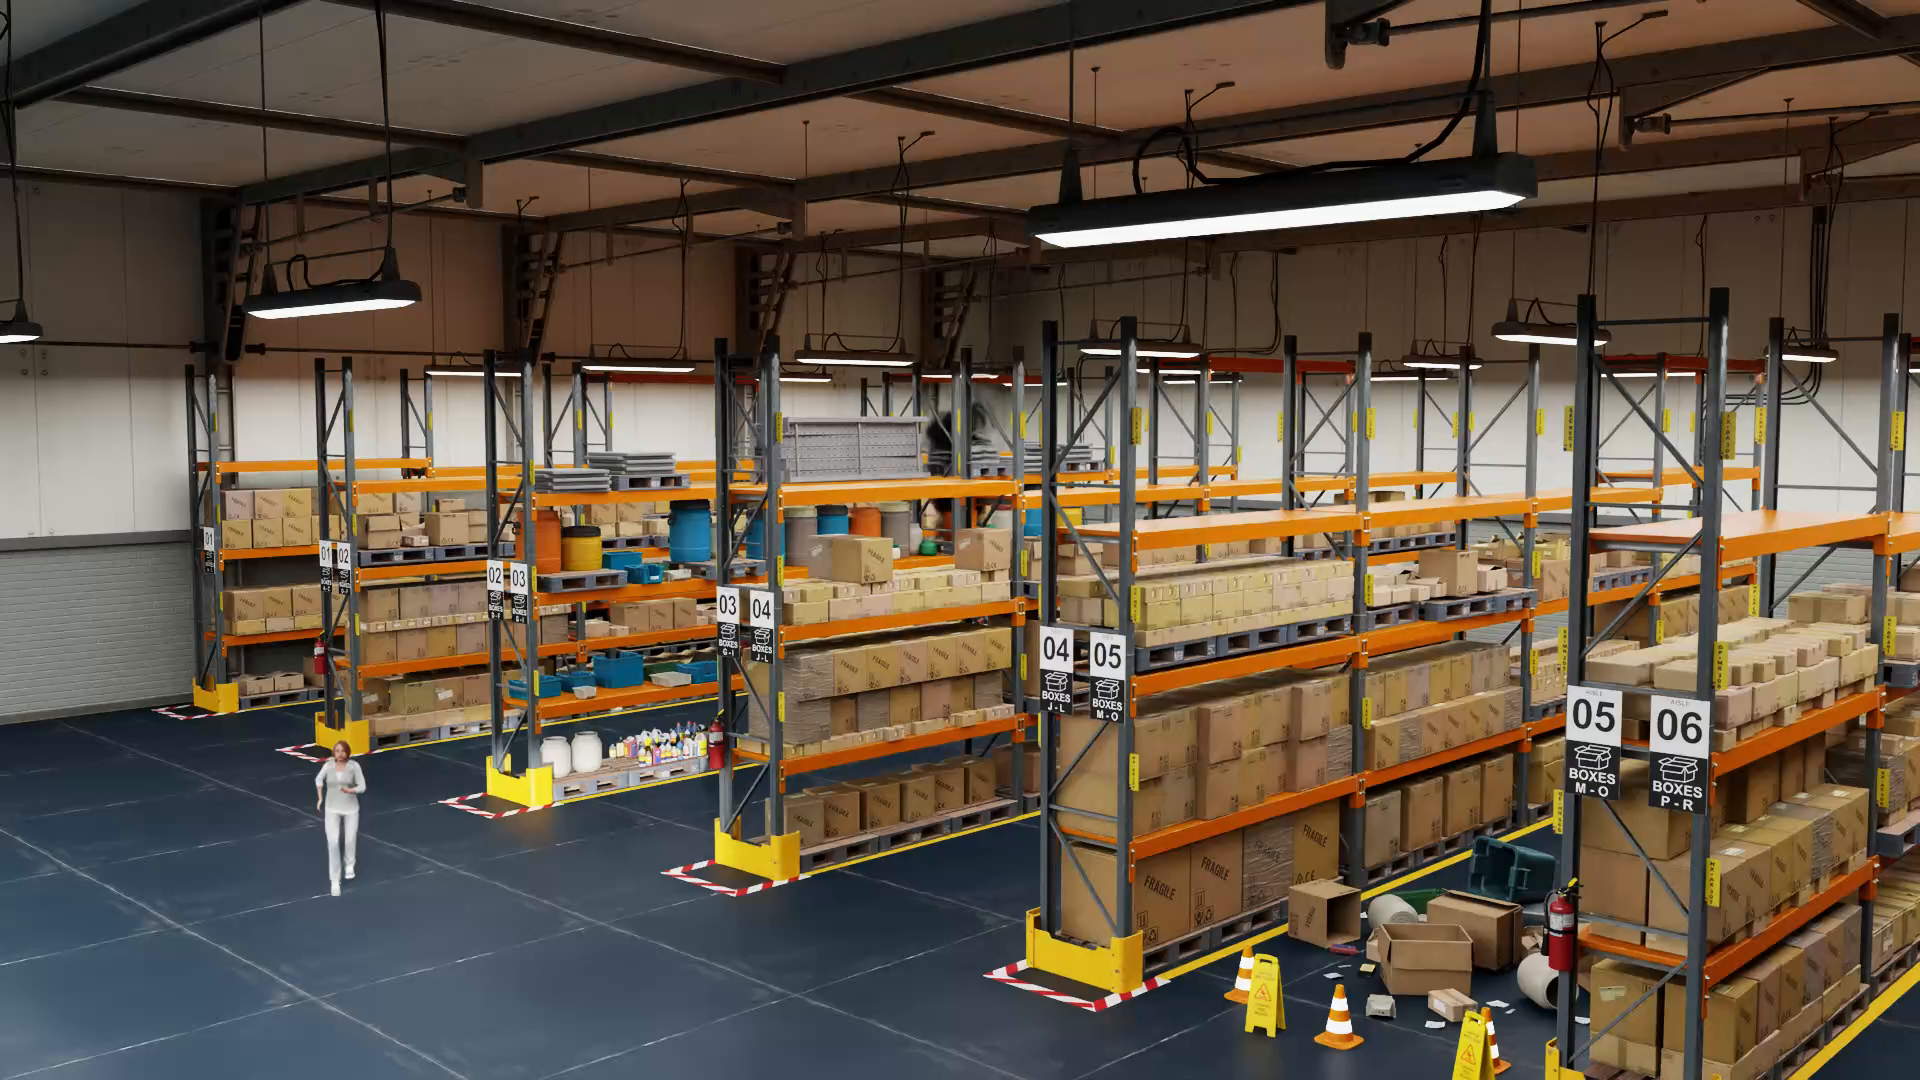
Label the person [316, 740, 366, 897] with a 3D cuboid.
[{"bbox_3d":[-6.709,2.979,18.036,0.510,1.645,0.733,-2,5,-20],"label":"person"}]
